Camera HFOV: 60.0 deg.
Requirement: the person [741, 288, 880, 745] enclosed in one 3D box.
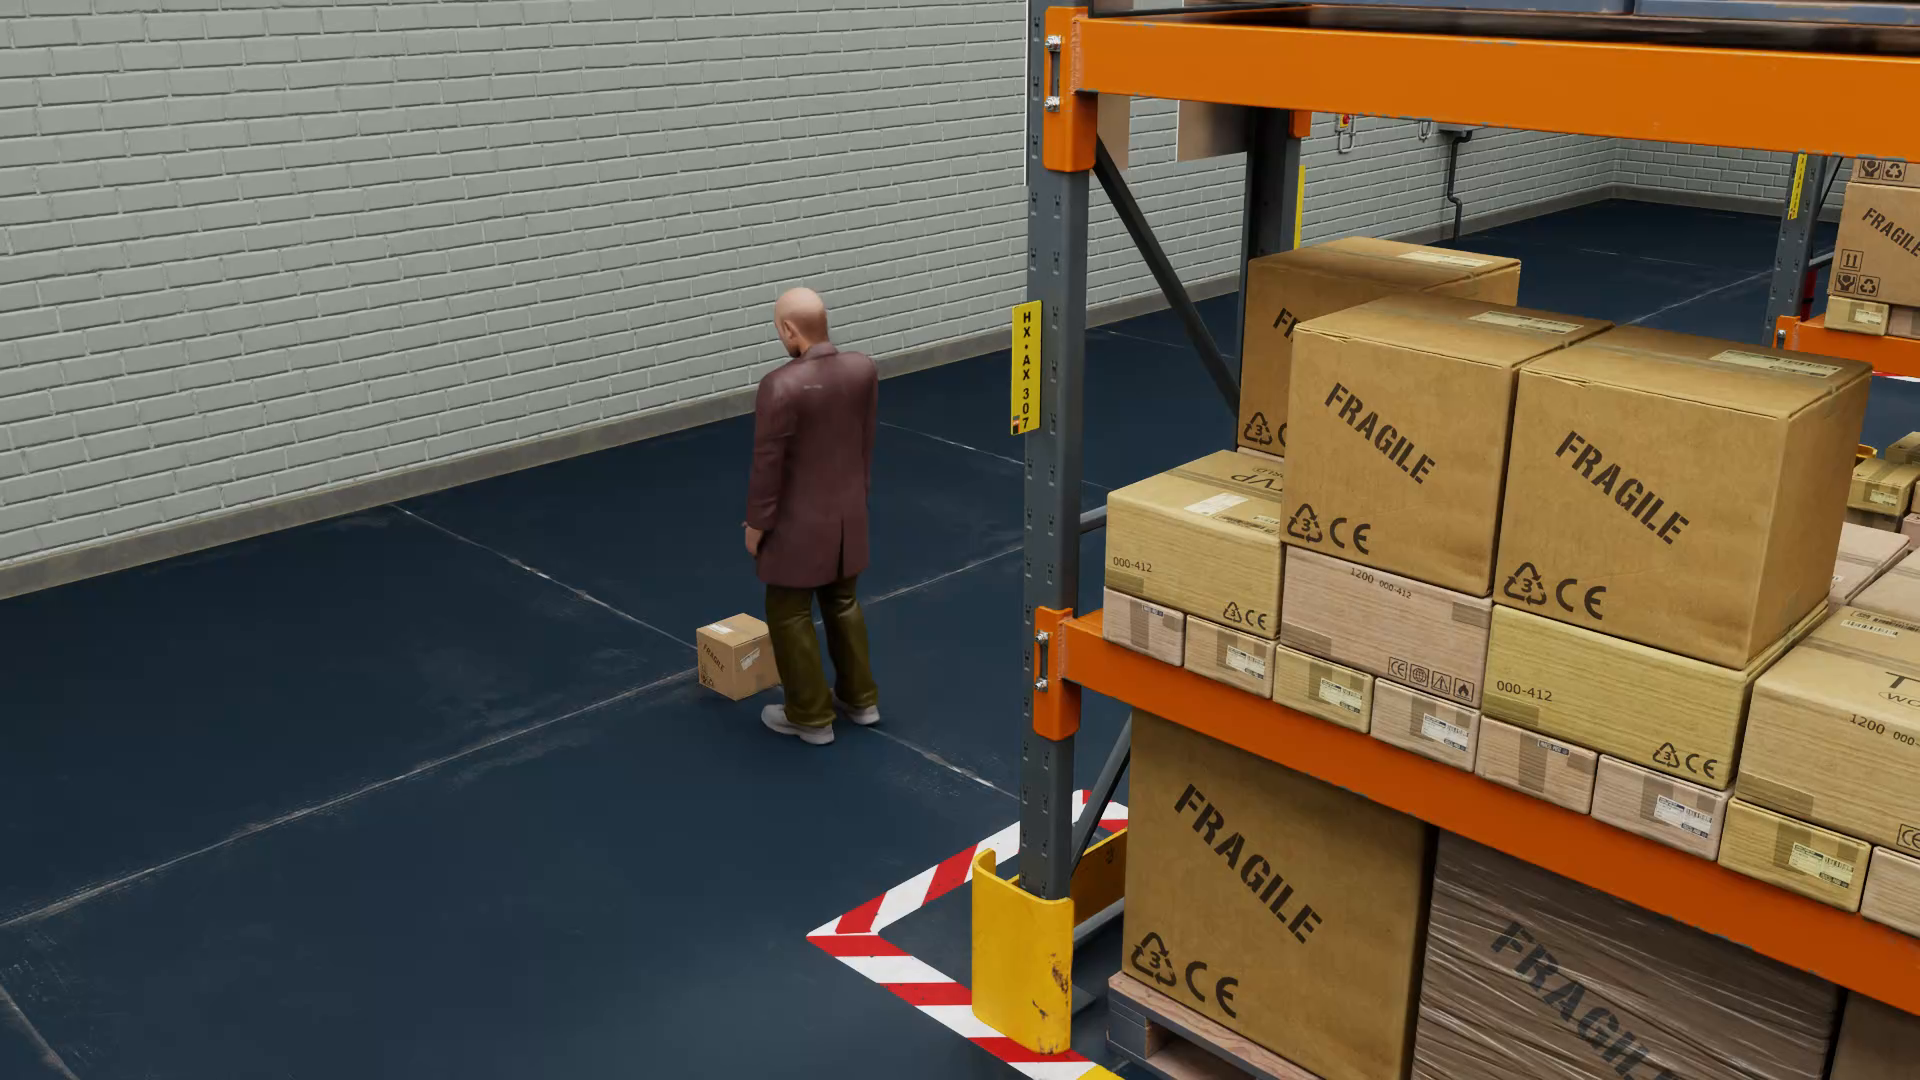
[{"bbox_3d":[-0.577,-0.022,6.384,0.565,1.639,0.379,-19,27,-41],"label":"person"}]
